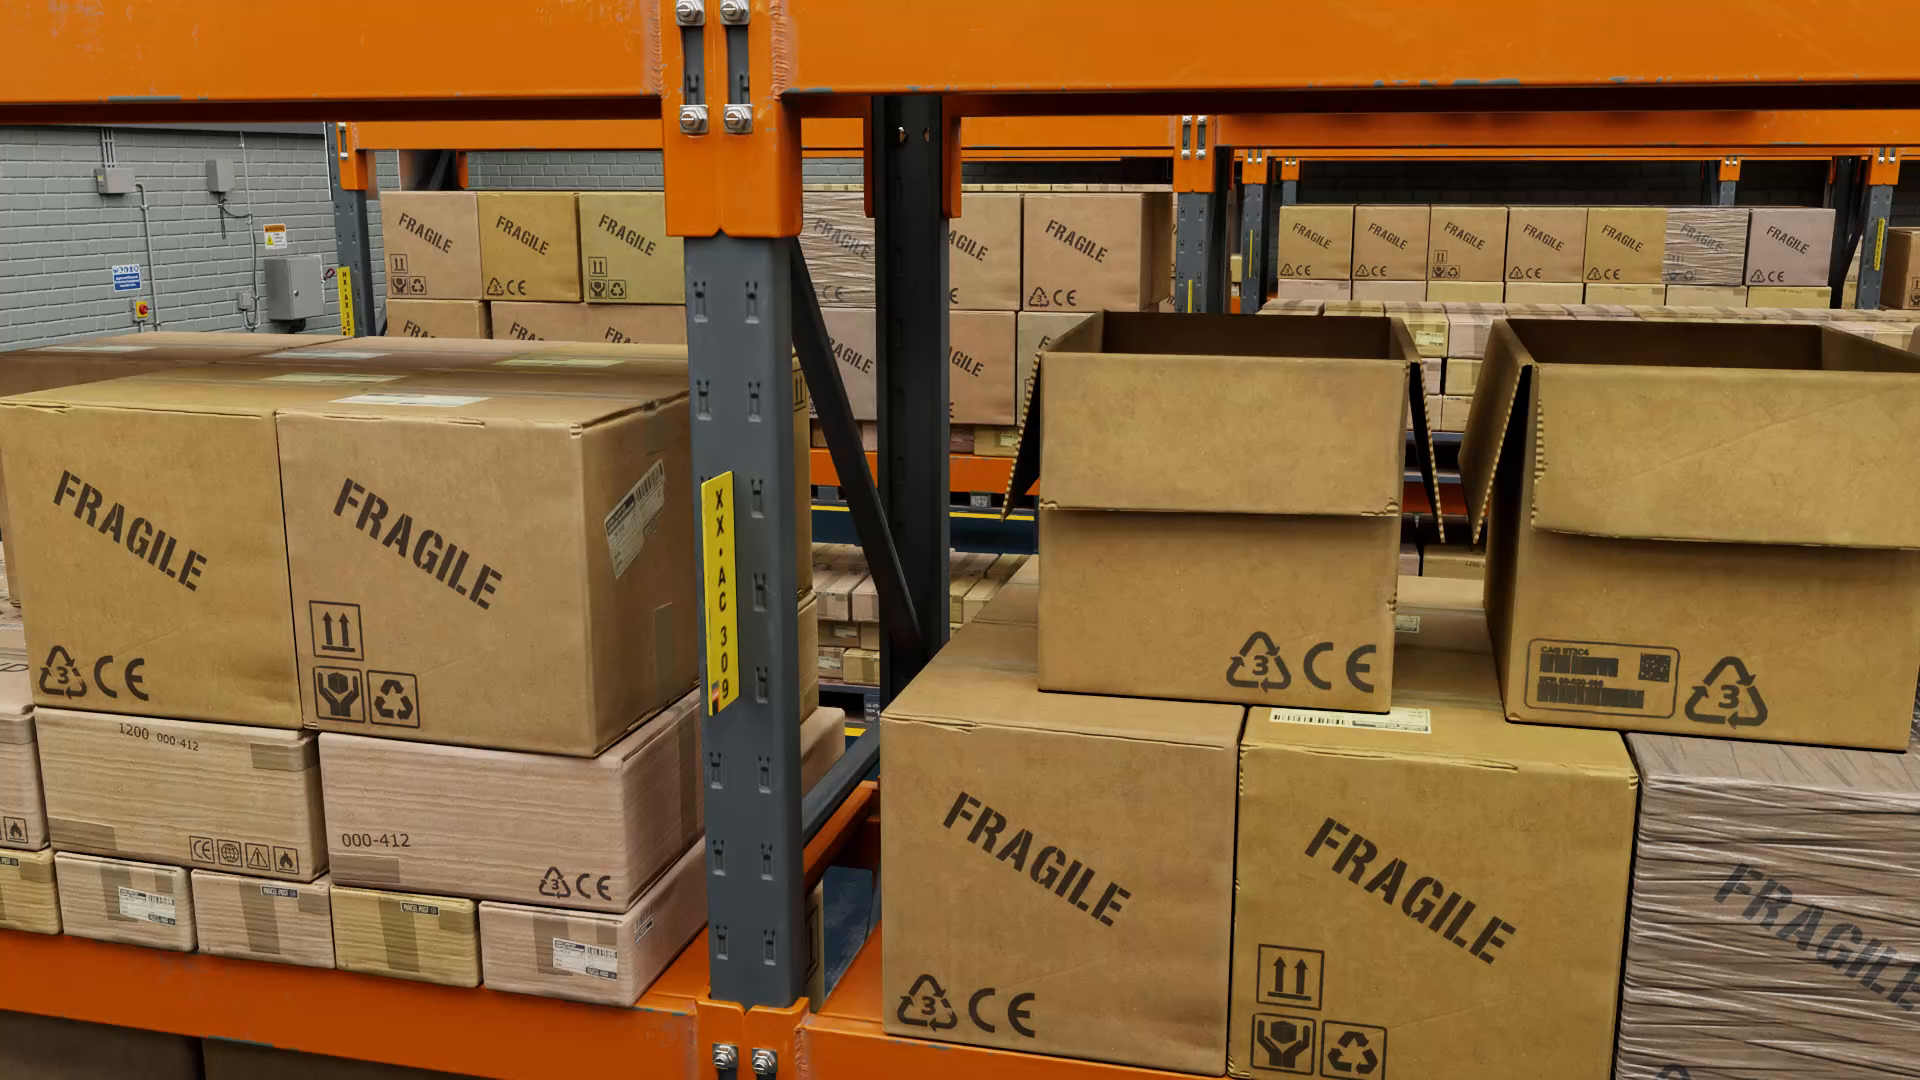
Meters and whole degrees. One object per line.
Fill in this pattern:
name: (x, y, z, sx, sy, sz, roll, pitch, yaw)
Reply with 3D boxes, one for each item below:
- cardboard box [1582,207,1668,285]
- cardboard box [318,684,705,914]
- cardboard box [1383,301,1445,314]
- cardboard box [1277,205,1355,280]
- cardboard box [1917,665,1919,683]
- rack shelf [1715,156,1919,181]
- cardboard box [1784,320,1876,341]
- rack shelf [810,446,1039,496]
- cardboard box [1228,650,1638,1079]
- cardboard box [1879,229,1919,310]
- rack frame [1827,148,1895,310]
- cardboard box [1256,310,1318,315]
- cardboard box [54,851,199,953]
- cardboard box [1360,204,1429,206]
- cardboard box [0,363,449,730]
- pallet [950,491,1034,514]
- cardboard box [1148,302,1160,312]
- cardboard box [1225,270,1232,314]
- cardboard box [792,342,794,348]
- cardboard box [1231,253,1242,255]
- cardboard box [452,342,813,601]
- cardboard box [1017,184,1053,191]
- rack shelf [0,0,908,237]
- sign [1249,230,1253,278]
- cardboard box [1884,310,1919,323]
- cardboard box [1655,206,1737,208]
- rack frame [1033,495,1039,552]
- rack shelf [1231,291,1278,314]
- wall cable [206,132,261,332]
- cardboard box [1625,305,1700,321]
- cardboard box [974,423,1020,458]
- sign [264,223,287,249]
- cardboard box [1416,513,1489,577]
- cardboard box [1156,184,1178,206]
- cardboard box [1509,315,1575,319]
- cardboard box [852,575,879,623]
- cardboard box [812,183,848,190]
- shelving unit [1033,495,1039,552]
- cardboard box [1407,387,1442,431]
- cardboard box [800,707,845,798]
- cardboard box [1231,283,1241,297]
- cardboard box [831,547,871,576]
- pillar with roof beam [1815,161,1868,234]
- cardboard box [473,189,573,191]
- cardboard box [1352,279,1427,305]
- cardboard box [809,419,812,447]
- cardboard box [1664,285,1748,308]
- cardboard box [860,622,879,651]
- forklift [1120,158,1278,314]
cardboard box: (4.514, -2.019, 11.369, 0.500, 0.500, 0.500, 3, 13, 14)
cardboard box: (-0.690, 0.379, 2.761, 0.500, 0.250, 0.500, 3, 13, 12)
cardboard box: (2.036, -0.985, 7.484, 0.250, 0.149, 0.380, 3, 13, 12)
cardboard box: (2.534, -2.119, 11.821, 0.500, 0.500, 0.500, 3, 13, 14)
cardboard box: (1.309, 0.389, 2.823, 0.500, 0.500, 0.500, 3, 13, 13)
rack shelf: (9.187, -3.511, 15.371, 4.000, 0.370, 1.077, 3, 13, 14)
cardboard box: (3.395, -0.768, 6.505, 0.250, 0.149, 0.380, 3, 13, 14)
rack shelf: (-0.854, -0.372, 8.146, 4.000, 0.370, 1.077, 3, 13, 14)
cardboard box: (0.677, 0.472, 2.451, 0.500, 0.500, 0.500, 3, 13, 14)
cardboard box: (6.441, -1.785, 10.967, 0.500, 0.500, 0.500, 3, 13, 12)
rack frame: (6.059, -1.458, 11.380, 0.127, 3.000, 1.000, 3, 13, 14)
cardboard box: (1.360, -0.875, 6.989, 0.250, 0.149, 0.380, 4, 13, 16)
cardboard box: (-1.322, 0.554, 2.891, 0.250, 0.149, 0.380, 3, 13, 15)
cardboard box: (3.174, -2.207, 12.216, 0.500, 0.500, 0.500, 3, 13, 15)
cardboard box: (-1.194, -0.014, 2.801, 0.500, 0.500, 0.500, 3, 13, 14)
pallet: (0.268, -0.423, 13.153, 1.213, 0.211, 1.003, 3, 13, 14)
cardboard box: (0.668, -0.892, 7.912, 0.500, 0.500, 0.500, 3, 13, 13)
cardboard box: (1.783, -1.794, 12.663, 0.500, 0.500, 0.500, 4, 13, 15)
cardboard box: (-0.931, -0.864, 7.785, 0.500, 0.500, 0.500, 3, 13, 12)
cardboard box: (2.945, -2.864, 17.377, 0.500, 0.250, 0.500, 3, 13, 13)
cardboard box: (-0.602, -0.098, 3.180, 0.500, 0.500, 0.500, 3, 13, 14)
cardboard box: (0.575, -2.548, 12.256, 0.250, 0.149, 0.380, 3, 13, 12)
rack shelf: (-2.140, -0.799, 3.144, 4.000, 0.370, 1.077, 3, 13, 14)
sign: (2.044, -2.010, 11.687, 0.005, 0.325, 0.100, 3, 13, 14)
cardboard box: (4.071, -0.876, 6.996, 0.250, 0.149, 0.380, 3, 13, 13)
cardboard box: (5.155, -2.096, 11.715, 0.500, 0.500, 0.500, 3, 13, 14)
rack frame: (0.576, -0.701, 11.432, 0.032, 1.500, 0.500, 3, 13, 14)
rack shelf: (1.420, -2.462, 17.567, 4.000, 0.370, 1.077, 3, 13, 14)
wall cable: (-6.859, -2.956, 15.785, 0.122, 1.984, 0.588, 3, 13, 14)
cardboard box: (3.052, -0.931, 7.242, 0.250, 0.149, 0.380, 3, 13, 13)
cardboard box: (0.233, -0.479, 7.549, 0.250, 0.149, 0.380, 4, 13, 16)
sign: (-6.757, -2.997, 16.412, 0.001, 0.242, 0.339, 3, 13, 14)
cardboard box: (2.368, 0.045, 7.677, 0.500, 0.250, 0.500, 4, 13, 16)
cardboard box: (1.571, -2.505, 12.061, 0.250, 0.149, 0.380, 3, 13, 15)
cardboard box: (2.371, -0.821, 6.748, 0.250, 0.149, 0.380, 3, 13, 13)
cardboard box: (-0.339, 0.272, 7.820, 0.250, 0.149, 0.380, 2, 13, 11)
cardboard box: (-0.933, -2.614, 12.553, 0.250, 0.149, 0.380, 3, 13, 15)
shelving unit: (0.083, -0.728, 11.551, 1.048, 1.500, 0.538, 3, 13, 14)
cardboard box: (1.873, -0.558, 6.932, 0.250, 0.149, 0.380, 3, 13, 14)
cardboard box: (-0.406, 0.456, 3.334, 0.250, 0.149, 0.380, 3, 13, 14)
cardboard box: (2.733, -2.559, 16.924, 0.250, 0.149, 0.380, 3, 13, 15)
cardboard box: (-0.478, 0.150, 8.371, 0.250, 0.149, 0.380, 3, 13, 11)
pillar with roof beam: (7.695, -4.647, 11.905, 0.400, 9.000, 9.100, 3, 13, 14)
cardboard box: (-2.292, -1.538, 8.513, 0.500, 0.500, 0.500, 3, 13, 12)
cardboard box: (3.048, -1.733, 11.812, 0.500, 0.250, 0.500, 3, 13, 14)
cardboard box: (-0.781, -0.528, 7.770, 0.250, 0.149, 0.380, 3, 13, 15)
cardboard box: (5.030, -1.626, 11.331, 0.500, 0.250, 0.500, 3, 13, 12)
cardboard box: (-0.296, 0.408, 7.894, 0.250, 0.149, 0.380, 3, 13, 15)
forklift: (2.091, -1.993, 13.948, 3.031, 2.935, 1.130, 3, 13, 15)
